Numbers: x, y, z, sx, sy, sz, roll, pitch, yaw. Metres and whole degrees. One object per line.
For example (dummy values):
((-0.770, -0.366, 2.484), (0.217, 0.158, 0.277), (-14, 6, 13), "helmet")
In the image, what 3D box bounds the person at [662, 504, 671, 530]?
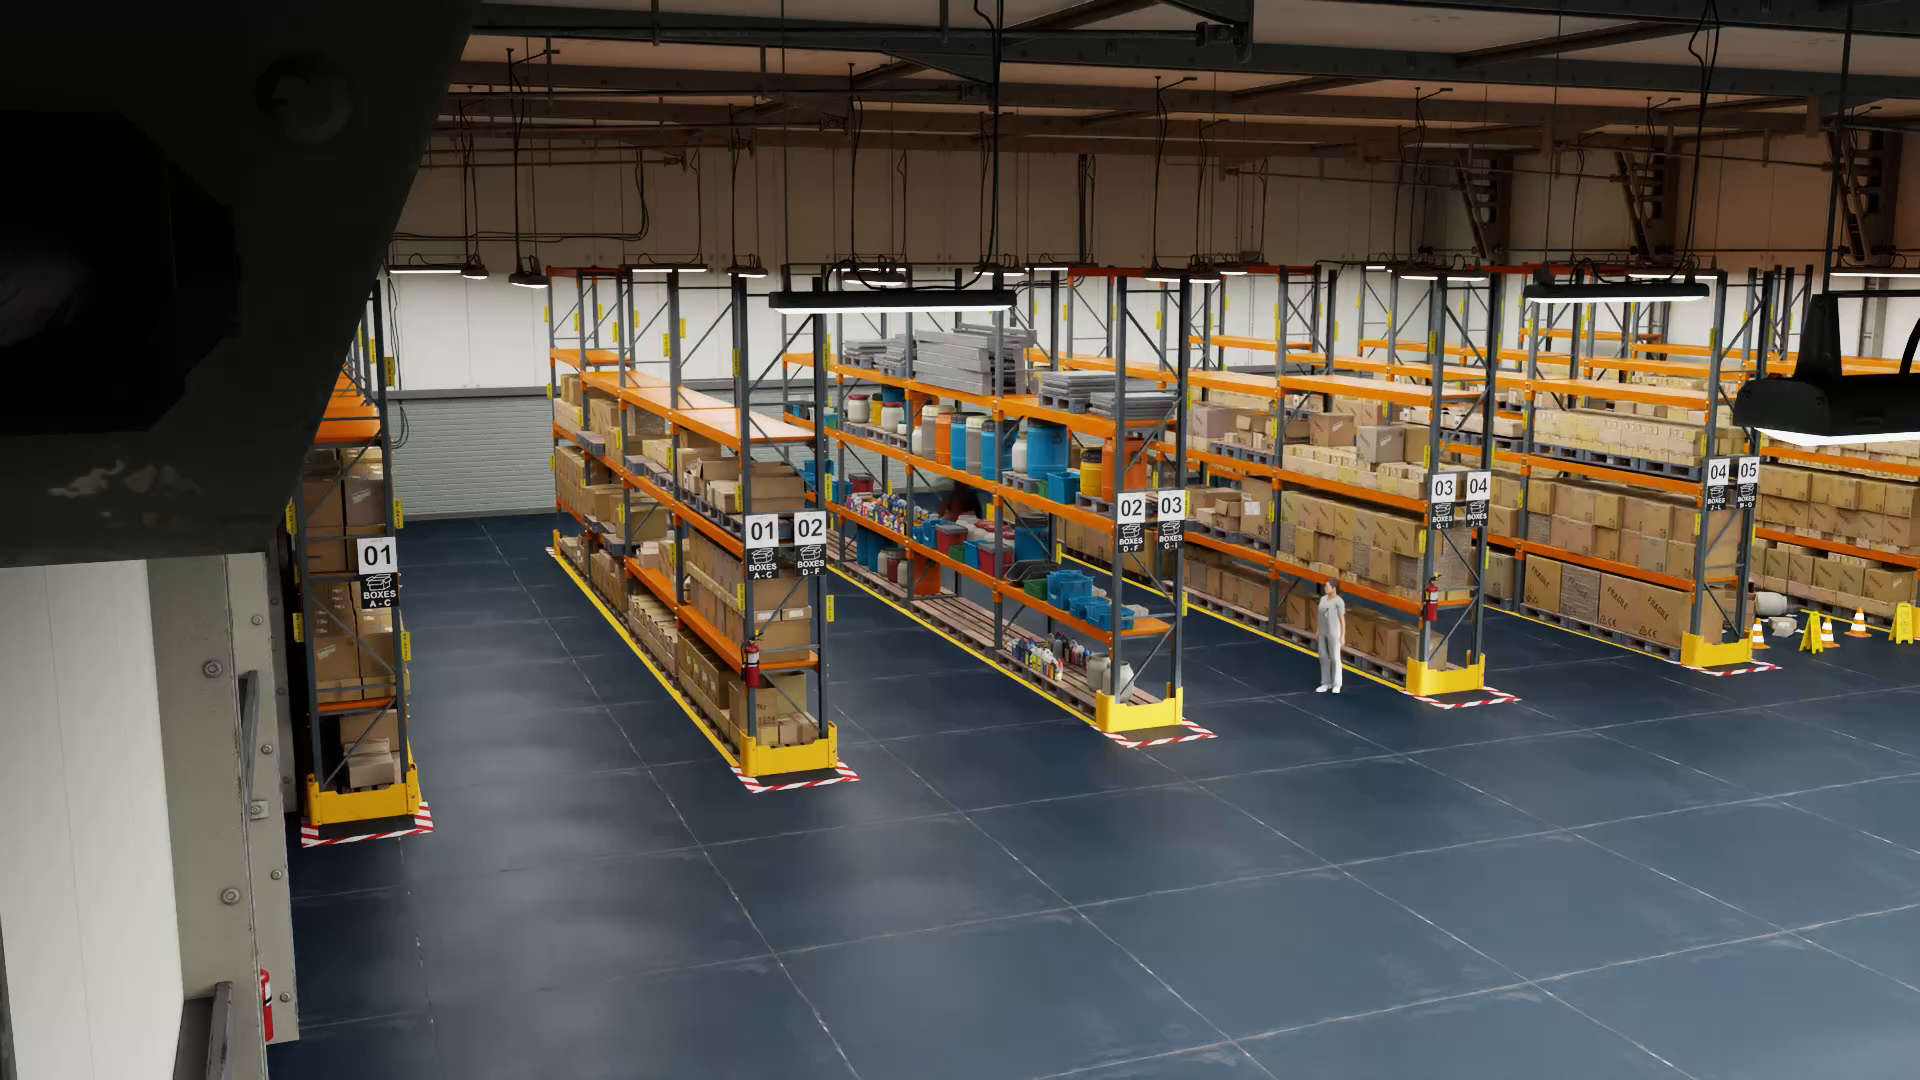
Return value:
((-6.391, -0.633, 35.679), (0.692, 1.660, 0.521), (9, 13, 40), "person")

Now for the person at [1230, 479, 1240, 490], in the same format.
((7.030, -1.757, 41.665), (1.025, 1.729, 0.593), (0, 10, 0), "person")

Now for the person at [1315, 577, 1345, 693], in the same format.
((5.355, 1.384, 23.956), (0.374, 1.709, 0.535), (-7, 12, -34), "person")
